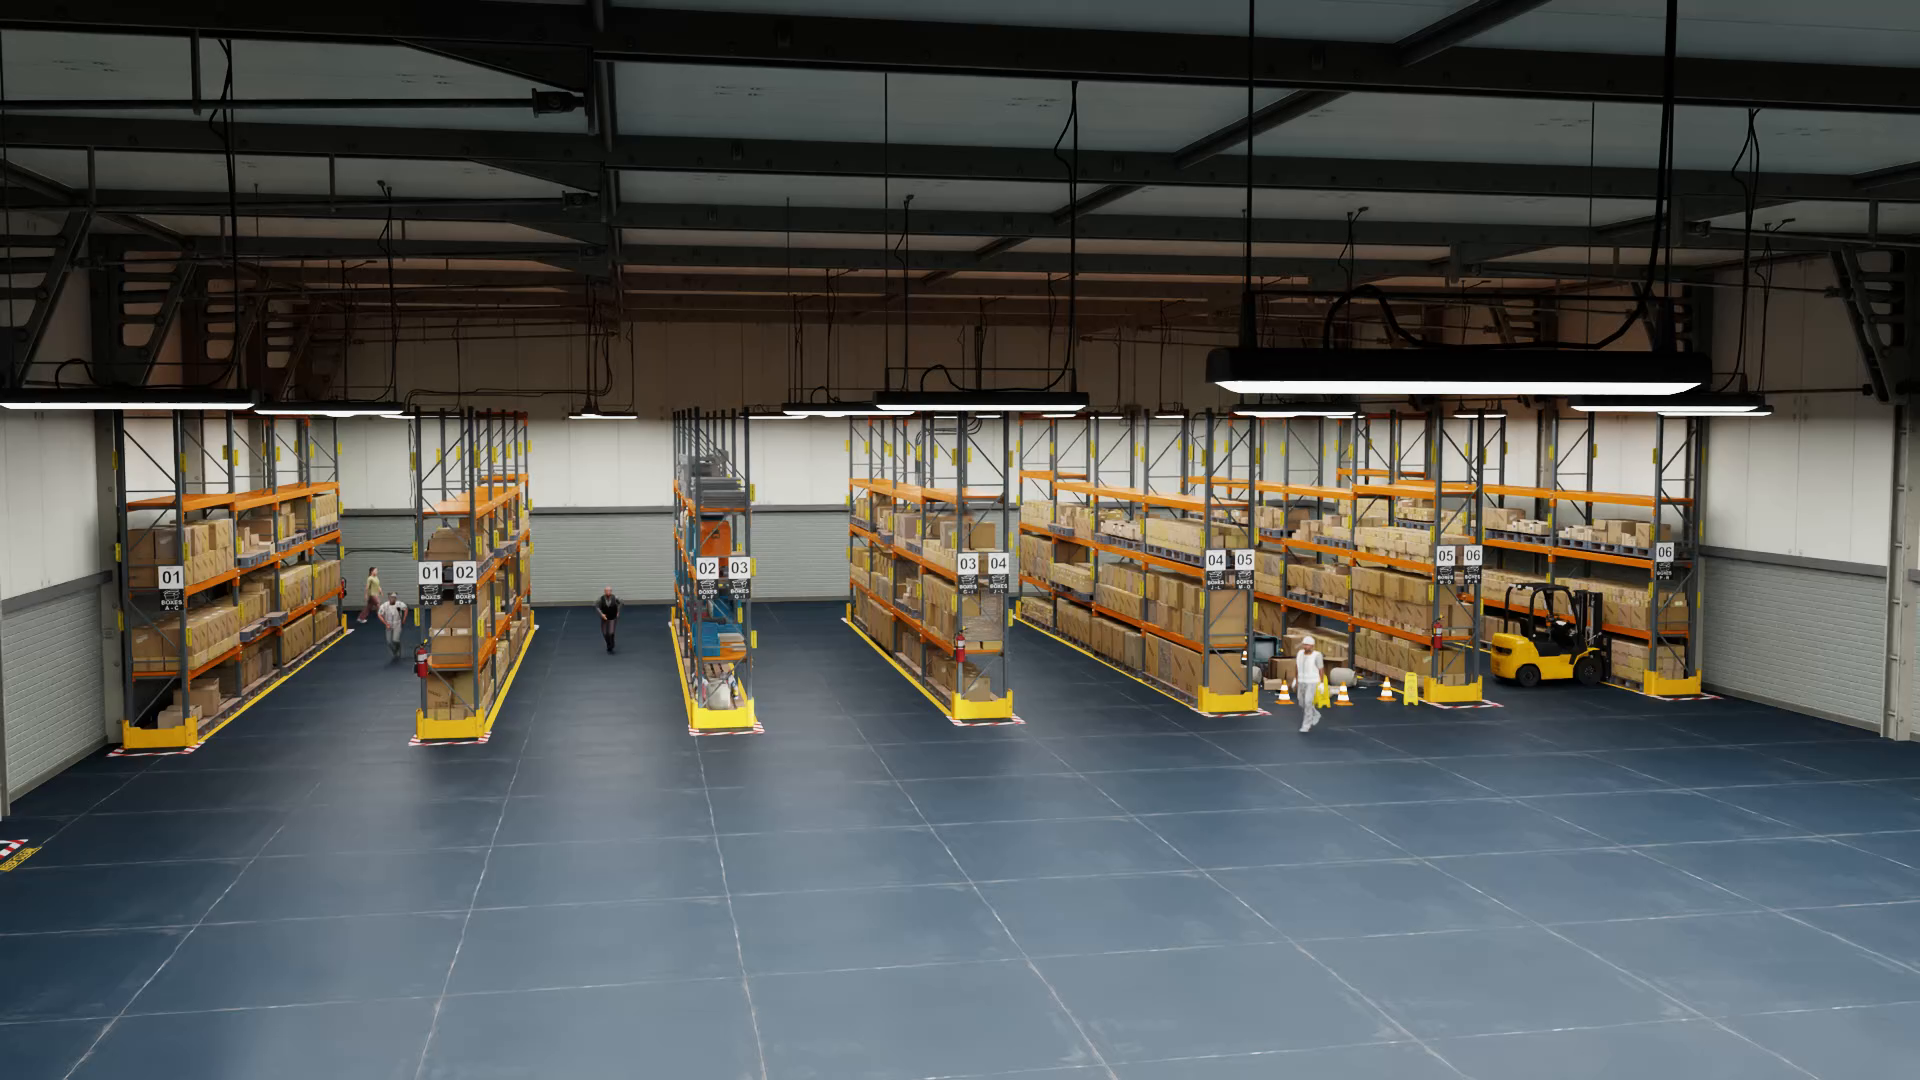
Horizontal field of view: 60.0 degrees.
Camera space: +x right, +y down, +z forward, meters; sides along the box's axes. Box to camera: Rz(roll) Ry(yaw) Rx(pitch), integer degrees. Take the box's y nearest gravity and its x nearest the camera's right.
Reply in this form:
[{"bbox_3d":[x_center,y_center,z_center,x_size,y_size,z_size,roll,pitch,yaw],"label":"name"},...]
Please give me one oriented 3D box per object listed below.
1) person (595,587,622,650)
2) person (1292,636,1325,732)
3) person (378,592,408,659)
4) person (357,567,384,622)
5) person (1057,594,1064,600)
[{"bbox_3d":[-8.762,1.959,41.485,0.630,1.632,0.726,0,4,-3],"label":"person"},{"bbox_3d":[6.497,2.650,30.862,0.840,1.769,0.650,-4,5,-41],"label":"person"},{"bbox_3d":[-13.588,2.052,39.881,0.617,1.683,0.735,0,4,-3],"label":"person"},{"bbox_3d":[-16.557,1.564,47.019,1.051,1.619,0.439,0,4,-1],"label":"person"},{"bbox_3d":[3.006,1.344,50.133,0.447,1.590,0.449,-1,4,-14],"label":"person"}]
